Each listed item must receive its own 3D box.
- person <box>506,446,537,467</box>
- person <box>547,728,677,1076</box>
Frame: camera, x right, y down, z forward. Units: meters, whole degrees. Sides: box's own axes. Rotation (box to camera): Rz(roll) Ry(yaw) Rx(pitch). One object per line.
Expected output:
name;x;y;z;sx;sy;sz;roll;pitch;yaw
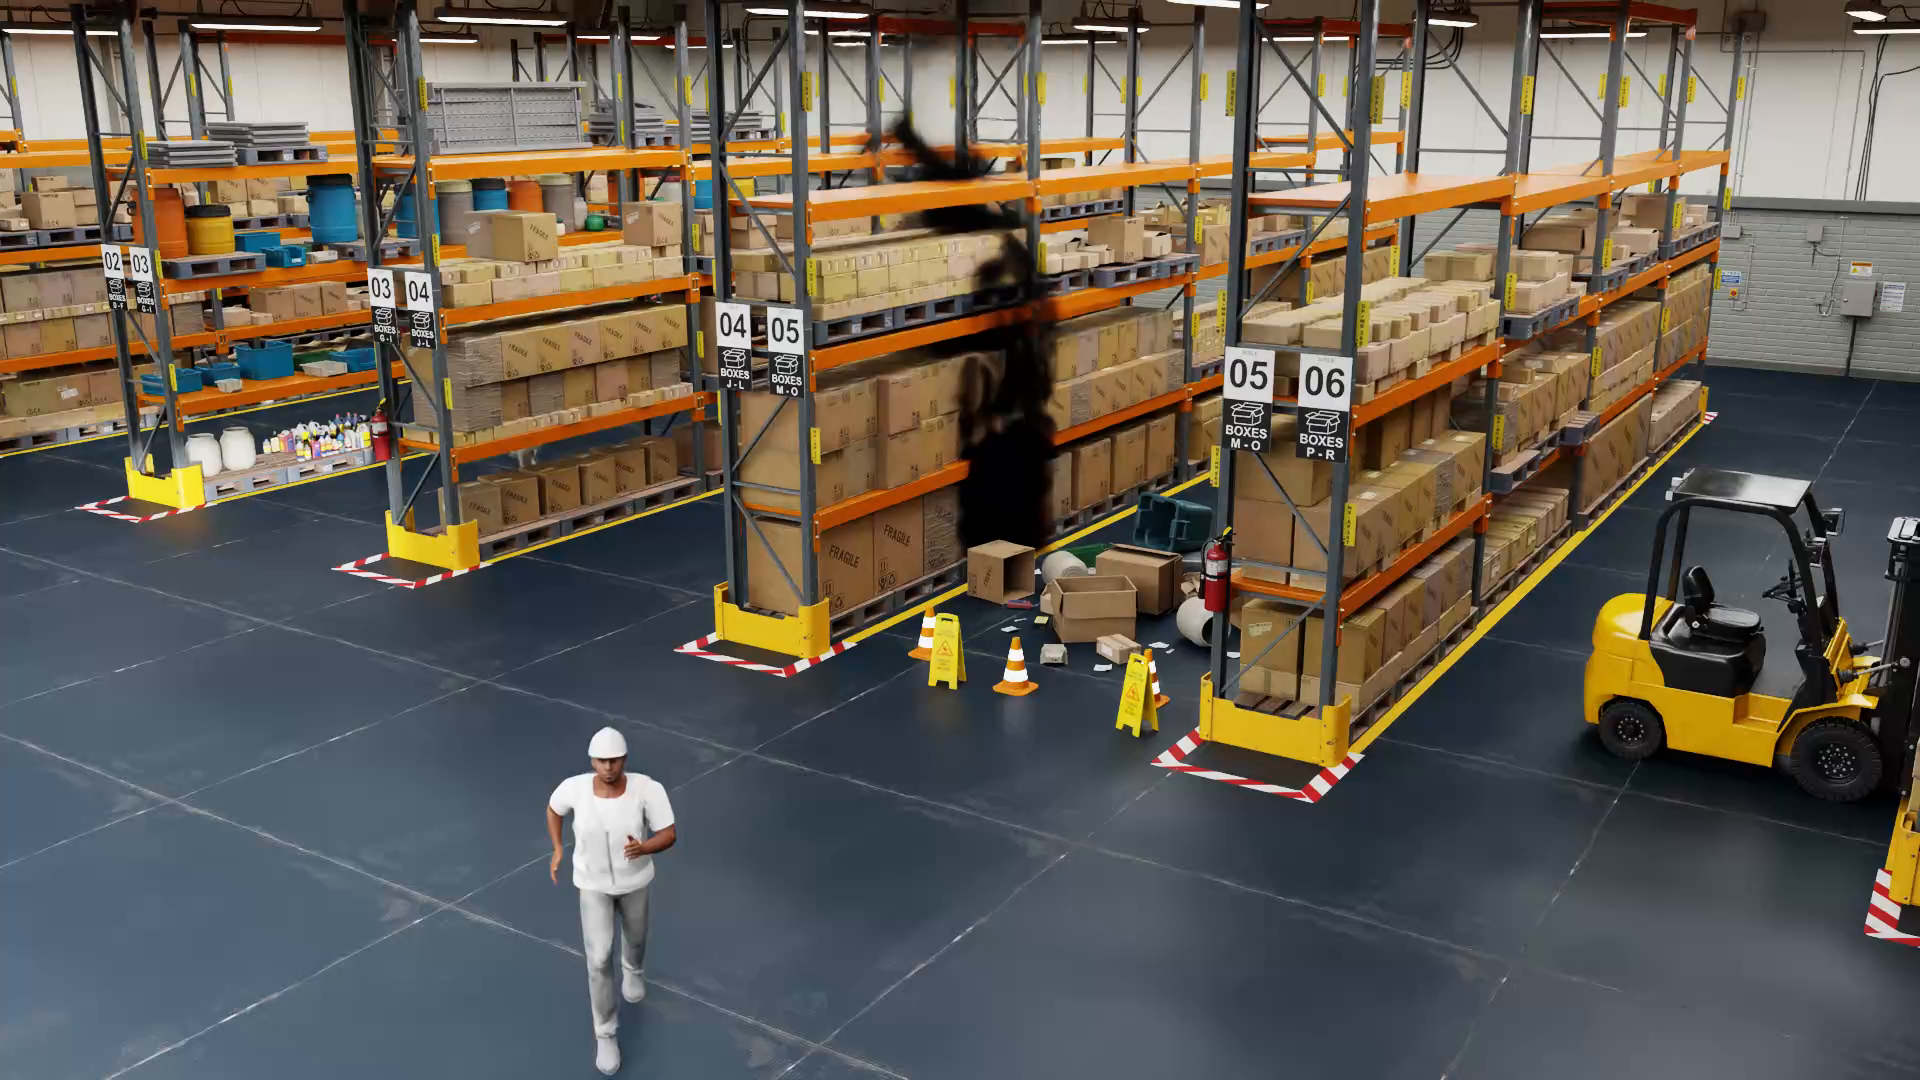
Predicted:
person;-5.669;-1.542;21.567;0.709;1.737;0.573;6;17;20
person;-1.886;1.884;9.091;0.682;1.803;0.879;-4;16;-13
